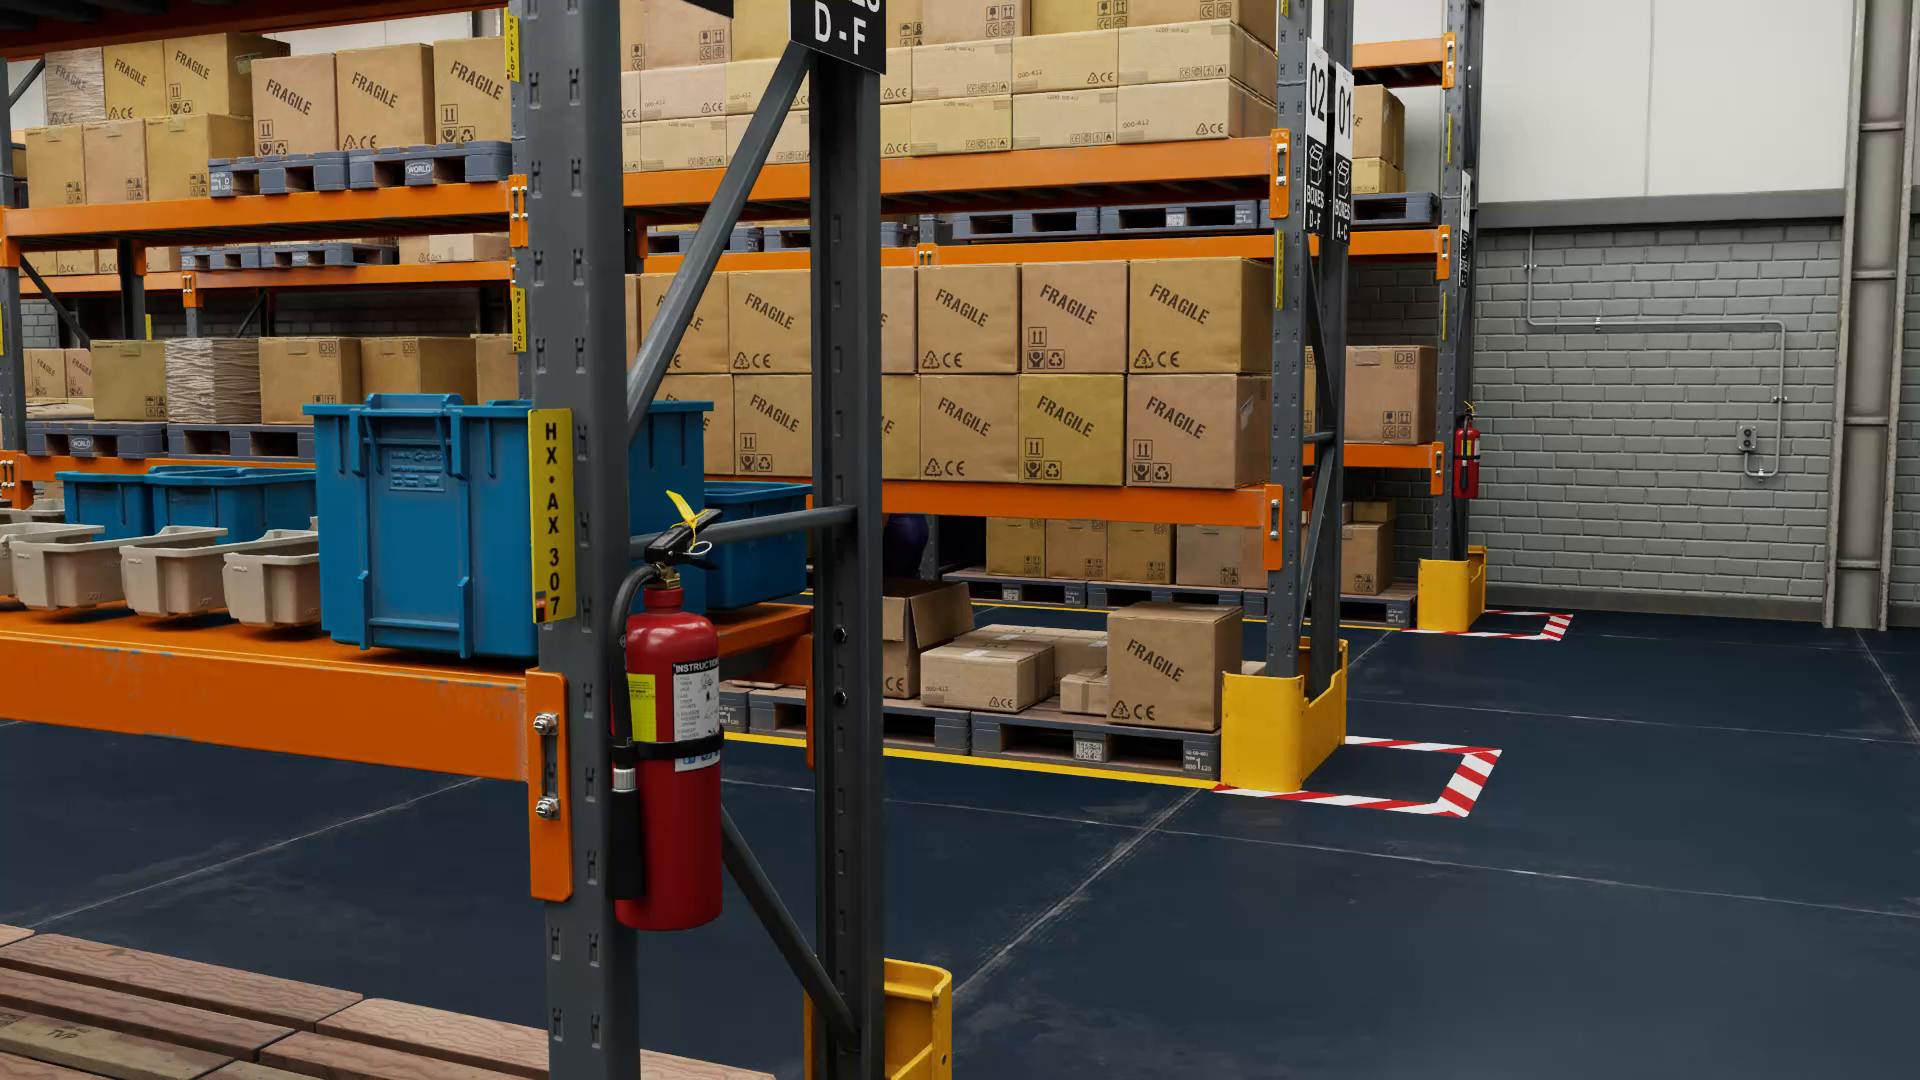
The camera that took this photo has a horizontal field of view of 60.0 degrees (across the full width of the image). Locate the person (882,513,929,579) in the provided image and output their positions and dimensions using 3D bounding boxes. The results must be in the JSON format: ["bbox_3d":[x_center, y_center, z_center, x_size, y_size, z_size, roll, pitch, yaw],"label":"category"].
[{"bbox_3d":[-0.401,-0.037,10.195,0.371,1.651,0.565,2,6,20],"label":"person"}]
